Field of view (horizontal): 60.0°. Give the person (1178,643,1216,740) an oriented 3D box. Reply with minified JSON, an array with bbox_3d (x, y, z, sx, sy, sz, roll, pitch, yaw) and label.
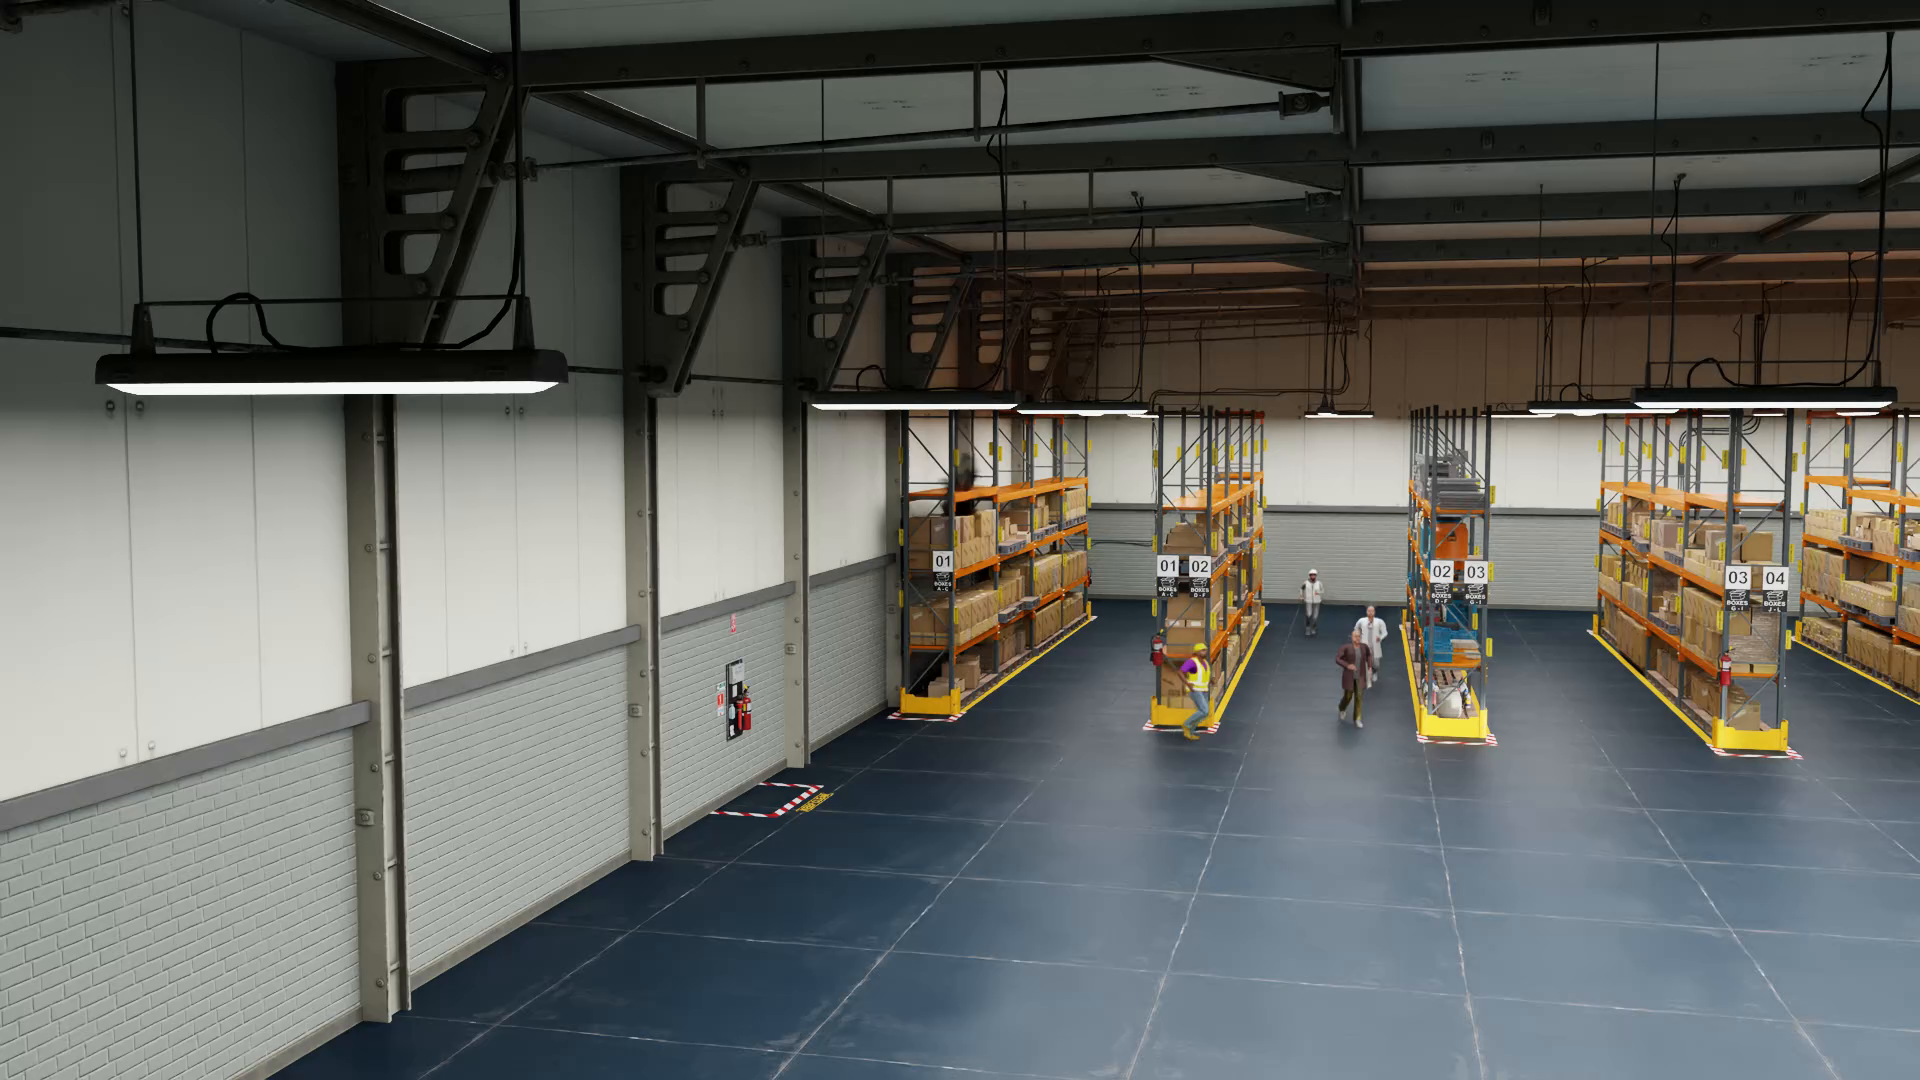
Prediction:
[{"bbox_3d":[4.260,2.694,29.597,0.542,1.721,0.719,3,5,40],"label":"person"}]

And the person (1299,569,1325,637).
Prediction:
[{"bbox_3d":[9.356,1.675,44.175,0.635,1.793,0.710,0,4,5],"label":"person"}]

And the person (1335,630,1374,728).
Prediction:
[{"bbox_3d":[7.419,2.584,31.289,0.741,1.784,0.957,0,4,-4],"label":"person"}]

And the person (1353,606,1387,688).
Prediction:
[{"bbox_3d":[8.809,2.290,35.752,0.715,1.735,0.826,1,4,13],"label":"person"}]
